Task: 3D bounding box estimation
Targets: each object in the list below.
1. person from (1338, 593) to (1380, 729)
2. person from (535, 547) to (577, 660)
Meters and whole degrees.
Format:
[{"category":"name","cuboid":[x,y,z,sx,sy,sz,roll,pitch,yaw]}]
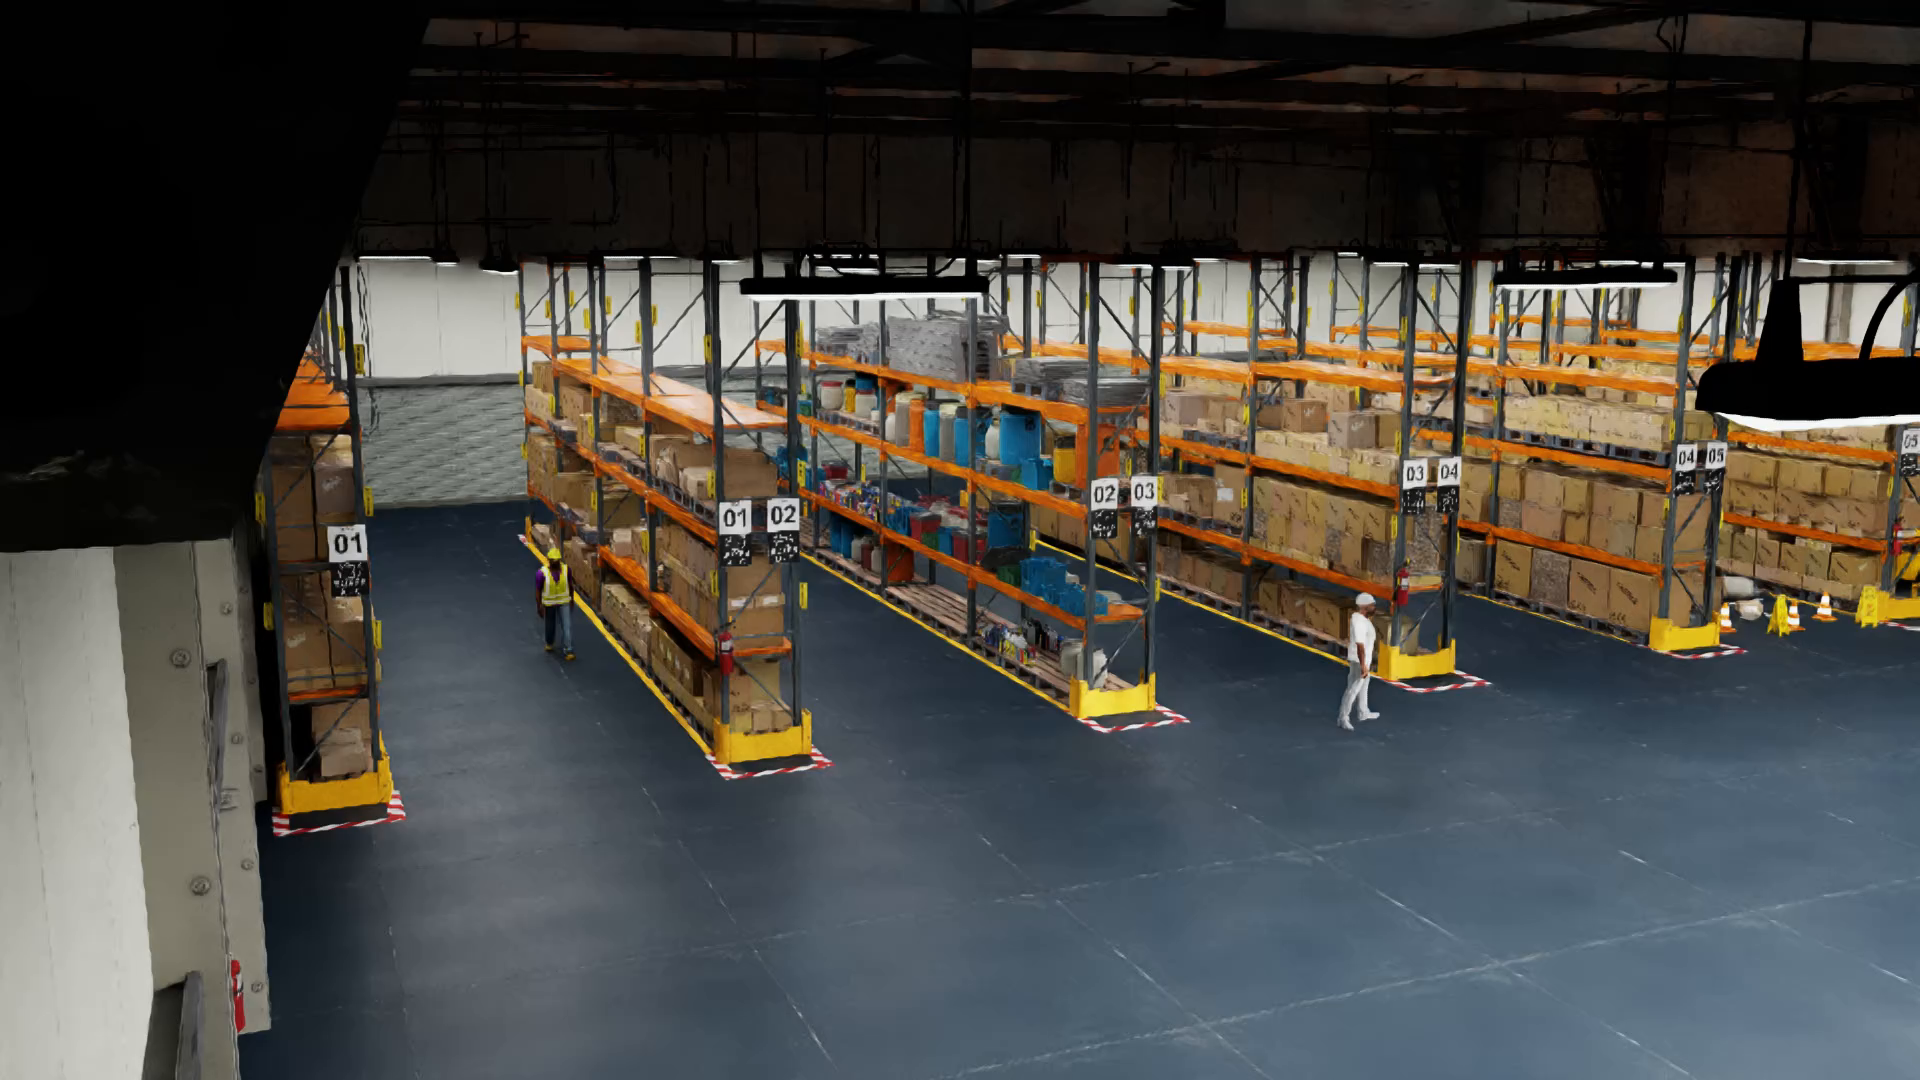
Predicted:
[{"category":"person","cuboid":[5.225,1.544,21.640,0.533,1.759,0.731,3,11,14]},{"category":"person","cuboid":[-6.120,0.940,25.149,0.577,1.691,1.121,-4,11,-20]}]
